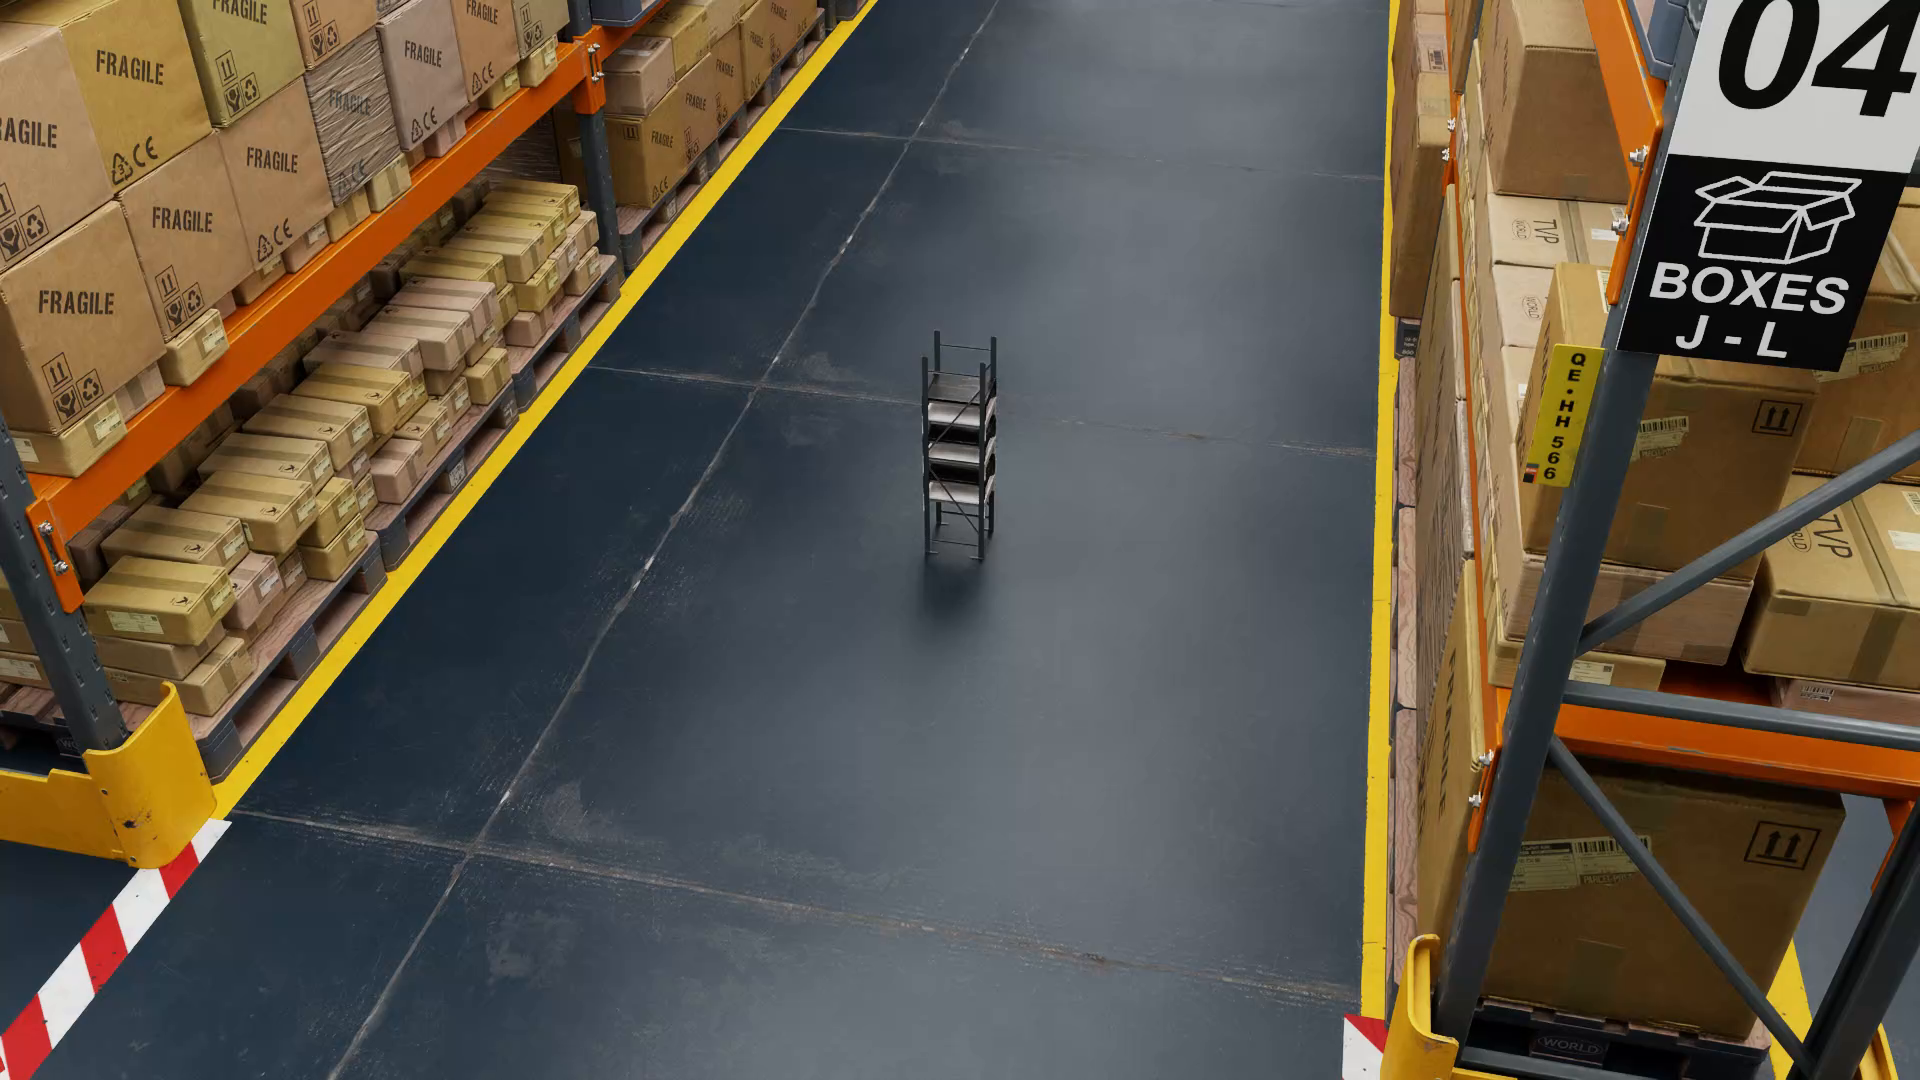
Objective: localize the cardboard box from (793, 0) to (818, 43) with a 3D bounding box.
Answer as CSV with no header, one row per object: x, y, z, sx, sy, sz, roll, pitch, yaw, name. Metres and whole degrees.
-1.258,-3.619,10.960,0.500,0.500,0.500,7,37,10,cardboard box

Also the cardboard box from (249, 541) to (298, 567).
-2.640,0.009,5.999,0.380,0.149,0.250,8,37,11,cardboard box

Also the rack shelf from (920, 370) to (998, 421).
-0.002,-0.551,6.341,0.258,0.077,0.200,7,37,10,rack shelf

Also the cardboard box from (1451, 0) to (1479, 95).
2.429,-2.241,7.201,0.500,0.500,0.500,7,37,10,cardboard box

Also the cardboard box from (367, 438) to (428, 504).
-2.374,-0.287,6.662,0.380,0.149,0.250,6,36,8,cardboard box

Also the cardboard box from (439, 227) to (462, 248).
-2.584,-1.390,7.930,0.380,0.149,0.250,8,37,10,cardboard box

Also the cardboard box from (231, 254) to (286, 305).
-2.566,-0.945,5.711,0.380,0.149,0.250,7,37,10,cardboard box

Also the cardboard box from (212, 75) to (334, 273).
-2.510,-1.258,5.591,0.500,0.500,0.500,8,37,11,cardboard box

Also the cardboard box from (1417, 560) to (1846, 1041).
1.800,0.708,4.670,0.875,0.875,0.875,7,37,10,cardboard box

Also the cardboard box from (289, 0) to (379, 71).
-2.387,-1.953,5.698,0.500,0.500,0.500,6,36,8,cardboard box

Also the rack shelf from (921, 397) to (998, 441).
-0.002,-0.478,6.393,0.258,0.077,0.200,7,37,10,rack shelf

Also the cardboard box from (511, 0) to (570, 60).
-2.055,-2.426,7.203,0.500,0.500,0.500,7,37,10,cardboard box

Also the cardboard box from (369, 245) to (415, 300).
-2.660,-1.209,7.427,0.380,0.149,0.250,6,36,9,cardboard box

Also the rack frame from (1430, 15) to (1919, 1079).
1.742,0.395,3.649,1.000,3.000,0.127,7,37,10,rack frame

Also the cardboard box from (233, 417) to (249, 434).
-2.968,-0.501,6.703,0.380,0.149,0.250,9,37,12,cardboard box

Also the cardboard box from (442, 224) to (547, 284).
-2.111,-1.303,7.556,0.380,0.149,0.250,7,37,10,cardboard box

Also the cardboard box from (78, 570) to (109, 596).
-3.140,0.097,5.877,0.380,0.149,0.250,6,36,9,cardboard box

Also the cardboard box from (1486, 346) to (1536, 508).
1.695,-0.267,4.436,0.500,0.250,0.500,7,36,9,cardboard box

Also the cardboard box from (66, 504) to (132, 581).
-3.107,-0.014,5.777,0.380,0.149,0.250,8,37,11,cardboard box

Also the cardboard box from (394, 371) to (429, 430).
-2.430,-0.602,6.843,0.380,0.149,0.250,9,37,12,cardboard box

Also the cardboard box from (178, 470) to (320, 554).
-2.518,-0.101,5.898,0.380,0.149,0.250,7,37,10,cardboard box

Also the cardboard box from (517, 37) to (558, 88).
-2.009,-2.122,7.336,0.380,0.149,0.250,6,36,9,cardboard box

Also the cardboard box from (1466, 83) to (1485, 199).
2.129,-1.437,6.051,0.500,0.250,0.500,7,37,10,cardboard box

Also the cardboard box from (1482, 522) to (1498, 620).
1.550,0.102,4.268,0.380,0.149,0.250,8,37,10,cardboard box

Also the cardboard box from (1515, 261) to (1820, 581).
1.589,-0.281,3.817,0.500,0.500,0.500,8,37,11,cardboard box

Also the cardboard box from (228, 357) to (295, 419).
-2.891,-0.617,6.609,0.380,0.149,0.250,6,36,8,cardboard box

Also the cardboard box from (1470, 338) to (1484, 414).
1.768,-0.483,5.075,0.380,0.149,0.250,7,37,10,cardboard box

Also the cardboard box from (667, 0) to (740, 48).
-1.587,-3.028,9.505,0.500,0.250,0.500,9,37,12,cardboard box

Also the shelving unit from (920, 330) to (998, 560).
-0.002,-0.360,6.479,0.258,0.900,0.210,7,37,10,shelving unit

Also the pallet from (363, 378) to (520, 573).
-2.595,-0.358,7.064,1.003,0.211,1.213,7,37,10,pallet

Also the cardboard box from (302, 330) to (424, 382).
-2.416,-0.712,6.741,0.380,0.149,0.250,7,37,10,cardboard box

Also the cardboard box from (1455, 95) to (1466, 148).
2.208,-1.669,6.711,0.380,0.149,0.250,7,37,10,cardboard box

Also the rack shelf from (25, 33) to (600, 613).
-2.655,-1.140,6.380,1.077,0.370,4.000,7,37,10,rack shelf

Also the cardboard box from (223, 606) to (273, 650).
-2.682,0.279,5.881,0.380,0.149,0.250,7,37,10,cardboard box

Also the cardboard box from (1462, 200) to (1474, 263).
1.987,-1.069,5.884,0.380,0.149,0.250,7,36,9,cardboard box

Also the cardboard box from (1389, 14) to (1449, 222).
2.903,-2.090,8.530,1.225,0.875,0.875,6,36,8,cardboard box

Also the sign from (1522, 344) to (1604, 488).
1.215,-0.246,3.345,0.100,0.325,0.005,7,37,10,sign

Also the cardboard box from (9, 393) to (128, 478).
-2.693,-0.328,4.860,0.380,0.149,0.250,7,37,10,cardboard box

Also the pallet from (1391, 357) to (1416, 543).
2.357,-0.343,7.044,1.003,0.211,1.213,7,37,10,pallet

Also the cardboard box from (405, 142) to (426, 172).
-2.338,-1.533,6.523,0.380,0.149,0.250,7,36,9,cardboard box

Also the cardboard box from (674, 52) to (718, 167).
-1.699,-2.430,9.319,0.500,0.500,0.500,9,37,12,cardboard box

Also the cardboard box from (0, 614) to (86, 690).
-3.173,0.371,5.753,0.380,0.149,0.250,8,37,11,cardboard box

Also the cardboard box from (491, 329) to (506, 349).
-2.284,-0.892,7.497,0.380,0.149,0.250,6,36,9,cardboard box

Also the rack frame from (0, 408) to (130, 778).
-3.082,-0.285,4.587,1.000,3.000,0.127,7,37,10,rack frame

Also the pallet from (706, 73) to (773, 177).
-1.804,-2.597,10.153,1.003,0.211,1.213,7,37,10,pallet

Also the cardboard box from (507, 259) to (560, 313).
-2.070,-1.181,7.642,0.380,0.149,0.250,6,36,8,cardboard box
